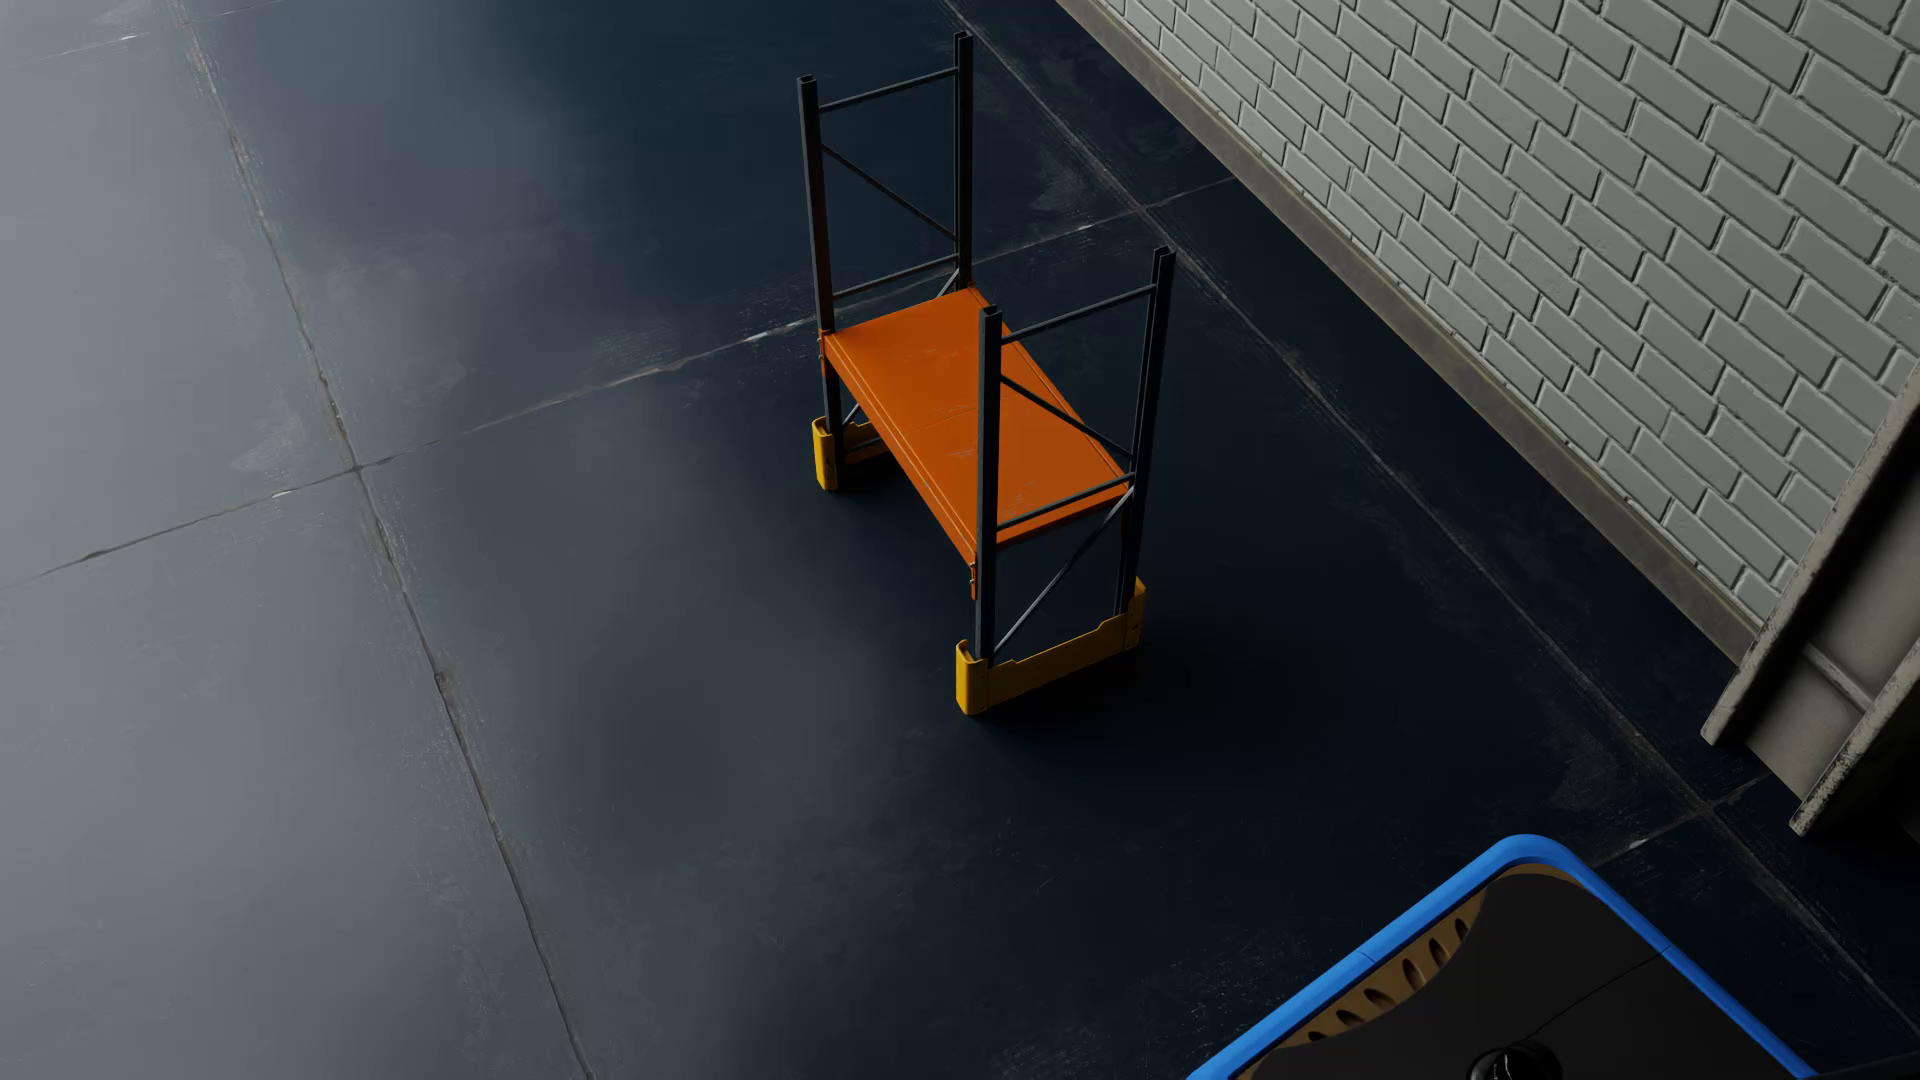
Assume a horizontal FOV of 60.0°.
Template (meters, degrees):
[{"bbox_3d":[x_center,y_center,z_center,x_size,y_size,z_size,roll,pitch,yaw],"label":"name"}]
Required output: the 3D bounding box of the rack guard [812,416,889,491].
[{"bbox_3d":[-0.193,-0.365,5.403,0.587,0.250,0.087,-21,52,-18],"label":"rack guard"}]

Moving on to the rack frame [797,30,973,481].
[{"bbox_3d":[-0.194,-0.777,4.933,0.500,1.500,0.032,-21,52,-18],"label":"rack frame"}]

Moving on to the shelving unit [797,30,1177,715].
[{"bbox_3d":[0.035,-0.443,4.641,0.587,1.500,1.083,-21,52,-18],"label":"shelving unit"}]

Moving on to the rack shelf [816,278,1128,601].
[{"bbox_3d":[0.039,-0.318,4.771,0.538,0.185,1.000,-21,52,-18],"label":"rack shelf"}]

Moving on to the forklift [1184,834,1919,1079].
[{"bbox_3d":[1.635,1.419,2.062,1.130,2.935,3.031,-29,55,-23],"label":"forklift"}]

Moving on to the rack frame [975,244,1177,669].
[{"bbox_3d":[0.272,-0.096,4.338,0.500,1.500,0.032,-21,52,-18],"label":"rack frame"}]

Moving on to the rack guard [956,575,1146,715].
[{"bbox_3d":[0.263,0.302,4.820,0.587,0.250,0.087,-21,52,-18],"label":"rack guard"}]
